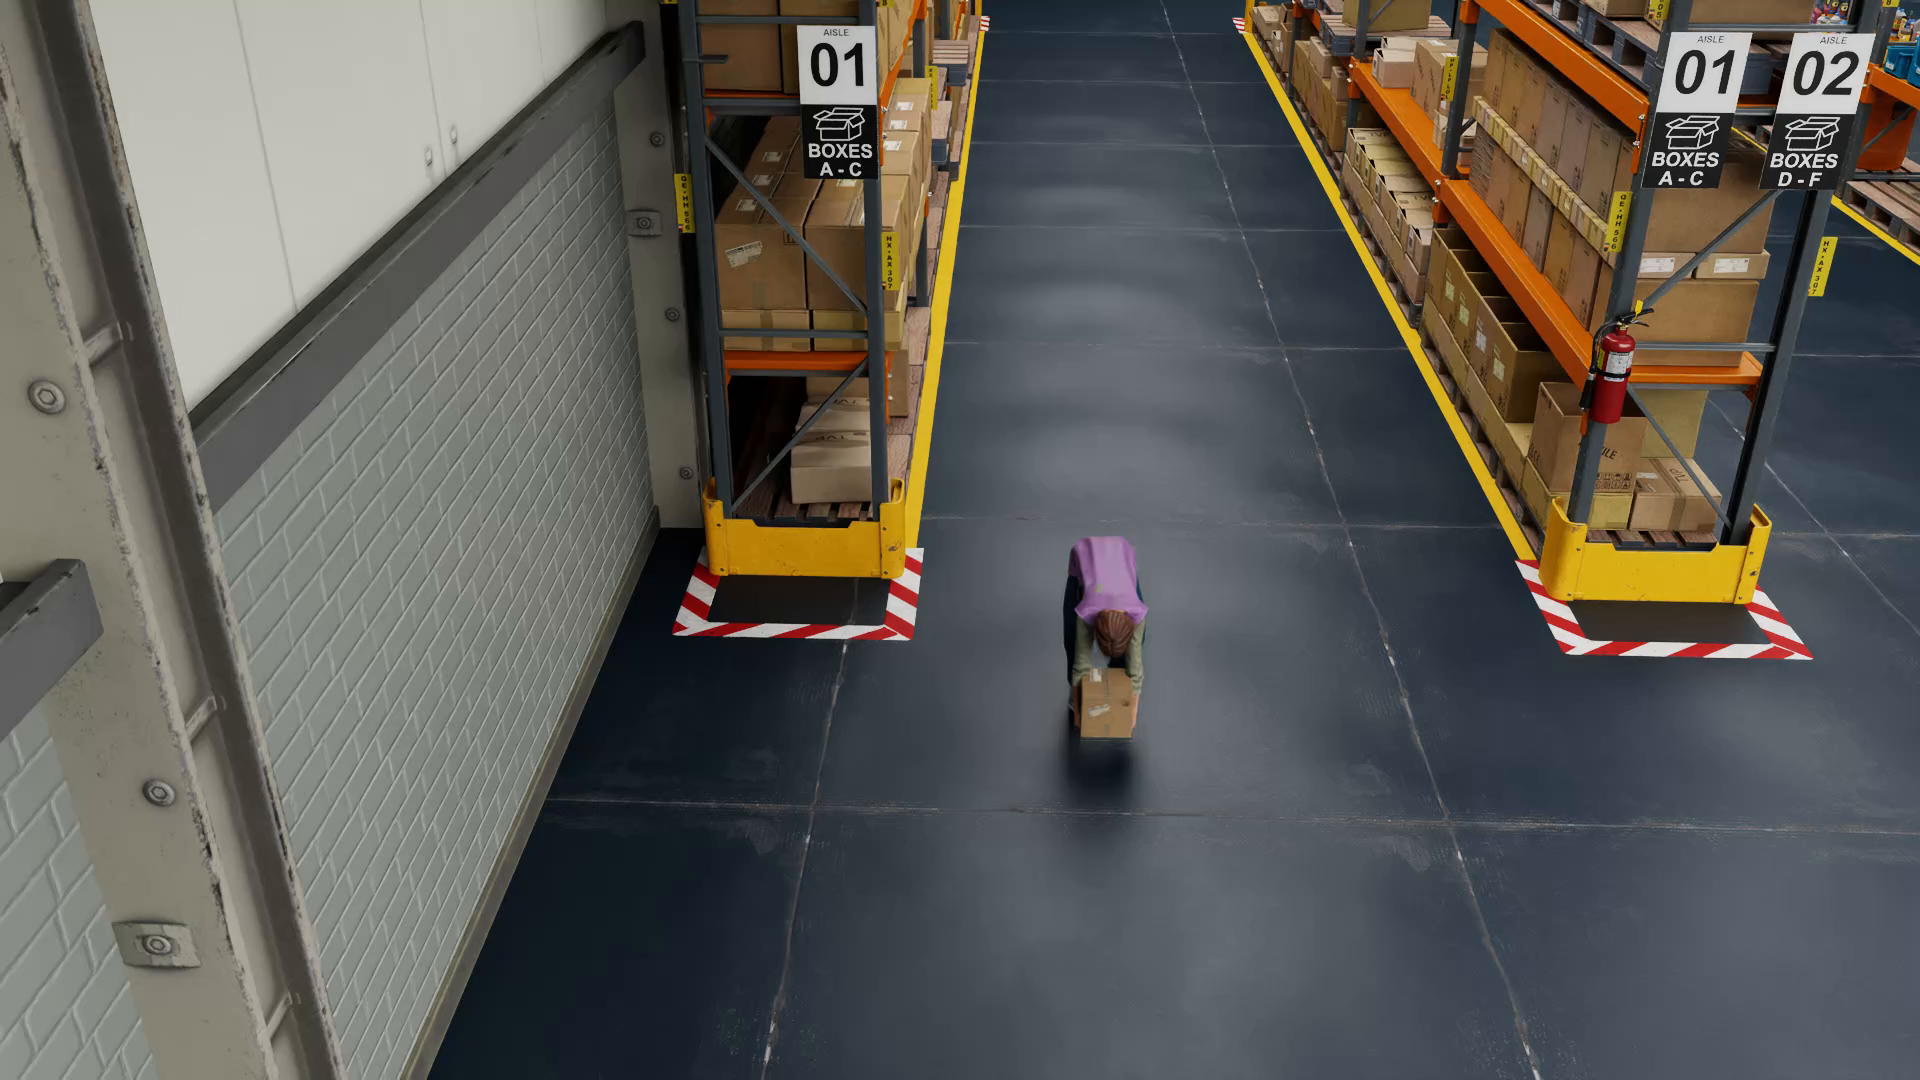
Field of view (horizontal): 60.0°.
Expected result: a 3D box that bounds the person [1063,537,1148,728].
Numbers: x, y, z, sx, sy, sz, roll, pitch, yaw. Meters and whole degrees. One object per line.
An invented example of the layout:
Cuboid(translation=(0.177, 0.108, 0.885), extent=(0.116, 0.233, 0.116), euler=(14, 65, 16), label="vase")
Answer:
Cuboid(translation=(0.728, 0.515, 8.364), extent=(0.403, 0.948, 0.866), euler=(0, 28, 0), label="person")
